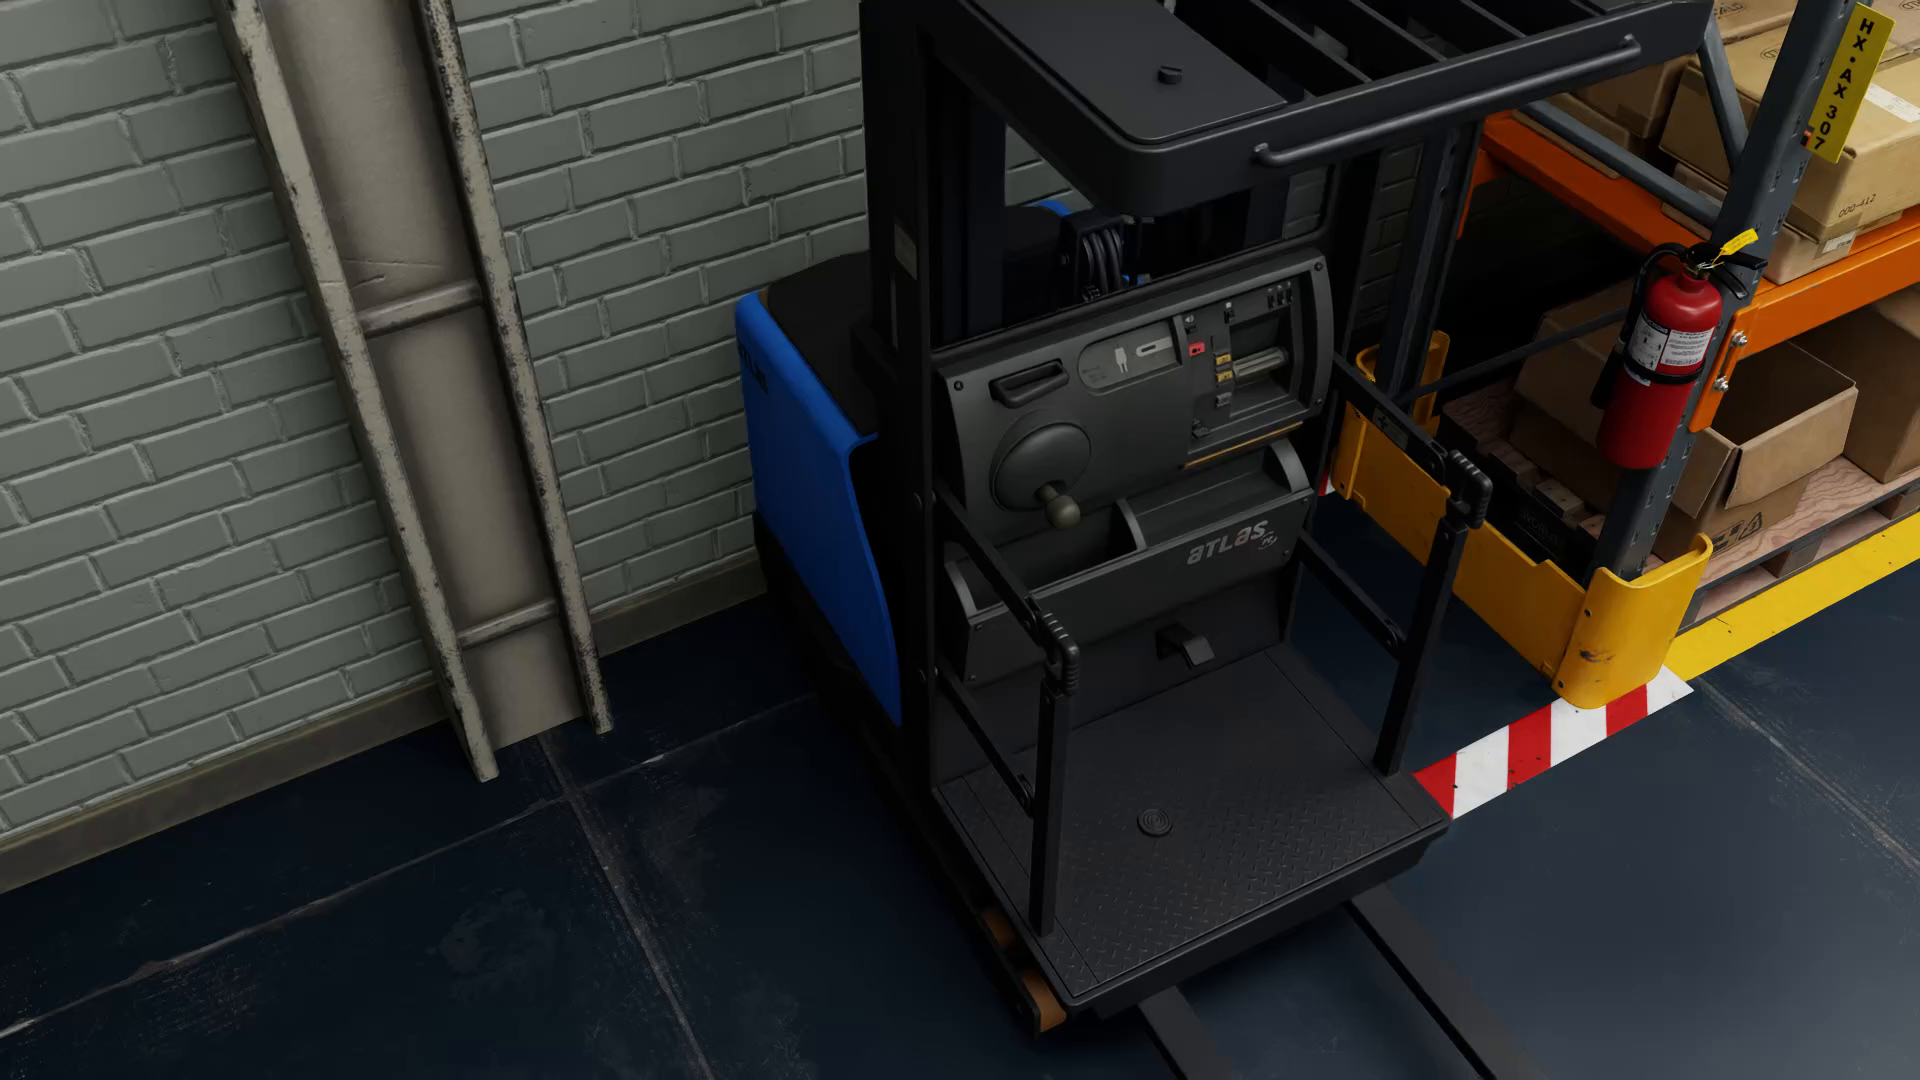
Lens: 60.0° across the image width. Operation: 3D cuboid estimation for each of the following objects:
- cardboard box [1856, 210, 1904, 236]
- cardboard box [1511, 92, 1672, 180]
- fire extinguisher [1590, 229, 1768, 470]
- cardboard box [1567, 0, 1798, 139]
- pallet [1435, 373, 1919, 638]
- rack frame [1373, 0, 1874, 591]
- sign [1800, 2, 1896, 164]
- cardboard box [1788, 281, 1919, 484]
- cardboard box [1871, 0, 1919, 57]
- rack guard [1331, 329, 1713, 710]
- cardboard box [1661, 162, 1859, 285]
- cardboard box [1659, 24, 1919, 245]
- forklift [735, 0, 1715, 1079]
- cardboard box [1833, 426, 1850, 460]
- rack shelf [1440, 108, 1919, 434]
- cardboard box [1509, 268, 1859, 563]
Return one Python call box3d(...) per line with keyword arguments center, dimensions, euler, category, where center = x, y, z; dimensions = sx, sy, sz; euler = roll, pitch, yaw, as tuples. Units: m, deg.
box3d(center=(2.183, -0.936, 4.241), dimensions=(0.250, 0.149, 0.380), euler=(-21, 48, -20), category="cardboard box")
box3d(center=(1.718, -1.148, 4.460), dimensions=(0.250, 0.149, 0.380), euler=(-22, 48, -21), category="cardboard box")
box3d(center=(1.667, -0.470, 3.903), dimensions=(0.183, 0.674, 0.296), euler=(-22, 48, -21), category="fire extinguisher")
box3d(center=(1.831, -1.334, 4.365), dimensions=(0.500, 0.250, 0.500), euler=(-20, 48, -20), category="cardboard box")
box3d(center=(2.321, -0.264, 5.371), dimensions=(1.213, 0.211, 1.003), euler=(-22, 48, -21), category="pallet")
box3d(center=(1.564, -0.961, 4.087), dimensions=(0.127, 3.000, 1.000), euler=(-22, 48, -21), category="rack frame")
box3d(center=(1.834, -0.944, 3.448), dimensions=(0.005, 0.325, 0.100), euler=(-22, 48, -21), category="sign")
box3d(center=(2.902, -0.643, 5.252), dimensions=(0.500, 0.500, 0.700), euler=(-20, 48, -19), category="cardboard box")
box3d(center=(2.529, -1.184, 4.210), dimensions=(0.500, 0.250, 0.500), euler=(-21, 48, -21), category="cardboard box")
box3d(center=(1.630, -0.091, 4.985), dimensions=(0.348, 0.500, 1.175), euler=(-22, 48, -21), category="rack guard")
box3d(center=(1.986, -0.820, 4.121), dimensions=(0.250, 0.149, 0.380), euler=(-22, 48, -21), category="cardboard box")
box3d(center=(2.092, -1.009, 4.030), dimensions=(0.500, 0.250, 0.500), euler=(-22, 48, -21), category="cardboard box")
box3d(center=(0.499, -0.229, 3.382), dimensions=(1.130, 2.935, 3.031), euler=(-20, 48, -20), category="forklift")
box3d(center=(2.529, -0.368, 5.221), dimensions=(0.250, 0.149, 0.380), euler=(-24, 49, -22), category="cardboard box")
box3d(center=(3.298, -1.397, 5.052), dimensions=(4.000, 0.370, 1.077), euler=(-22, 48, -21), category="rack shelf")
box3d(center=(2.142, -0.371, 4.970), dimensions=(0.637, 0.503, 0.797), euler=(-24, 49, -22), category="cardboard box")
